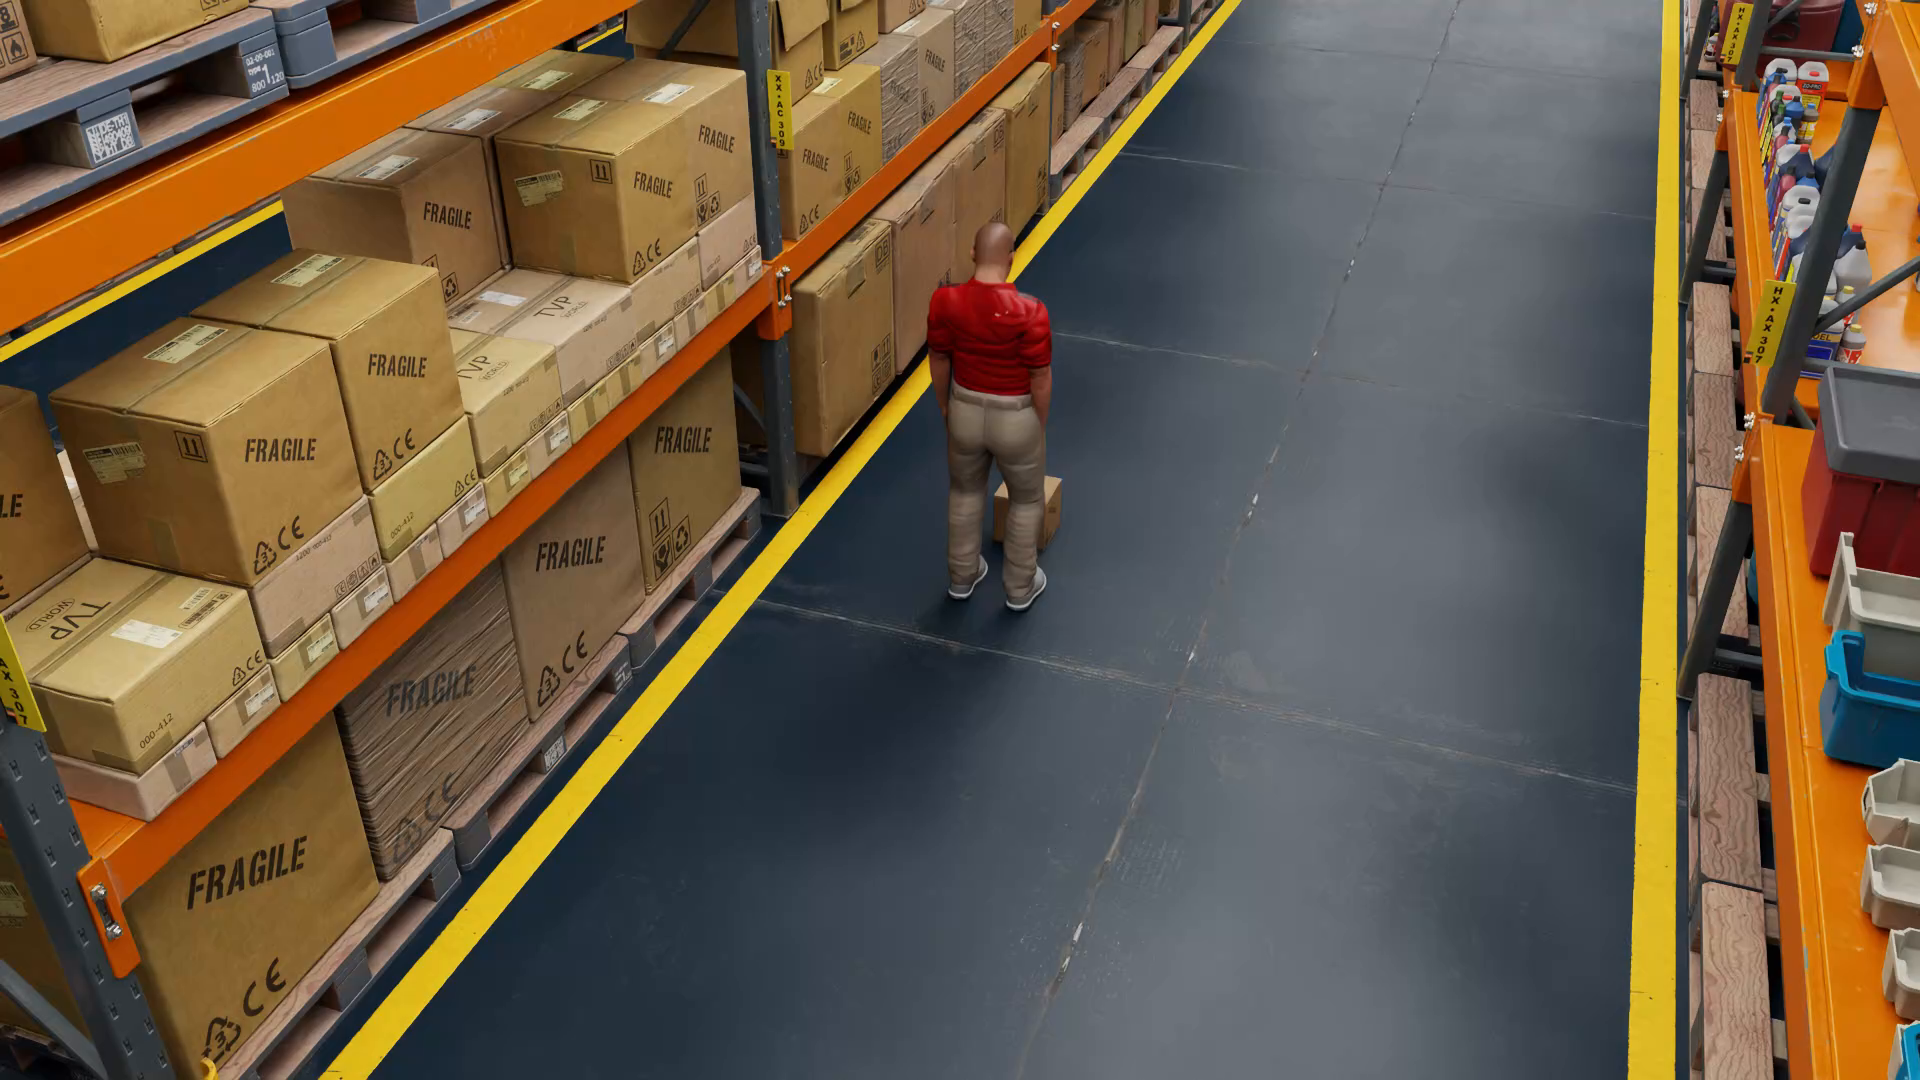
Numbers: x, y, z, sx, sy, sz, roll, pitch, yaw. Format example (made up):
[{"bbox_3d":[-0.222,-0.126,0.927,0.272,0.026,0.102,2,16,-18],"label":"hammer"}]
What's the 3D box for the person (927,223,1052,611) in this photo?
[{"bbox_3d":[0.131,-0.503,6.946,0.534,1.717,0.358,12,35,17],"label":"person"}]
